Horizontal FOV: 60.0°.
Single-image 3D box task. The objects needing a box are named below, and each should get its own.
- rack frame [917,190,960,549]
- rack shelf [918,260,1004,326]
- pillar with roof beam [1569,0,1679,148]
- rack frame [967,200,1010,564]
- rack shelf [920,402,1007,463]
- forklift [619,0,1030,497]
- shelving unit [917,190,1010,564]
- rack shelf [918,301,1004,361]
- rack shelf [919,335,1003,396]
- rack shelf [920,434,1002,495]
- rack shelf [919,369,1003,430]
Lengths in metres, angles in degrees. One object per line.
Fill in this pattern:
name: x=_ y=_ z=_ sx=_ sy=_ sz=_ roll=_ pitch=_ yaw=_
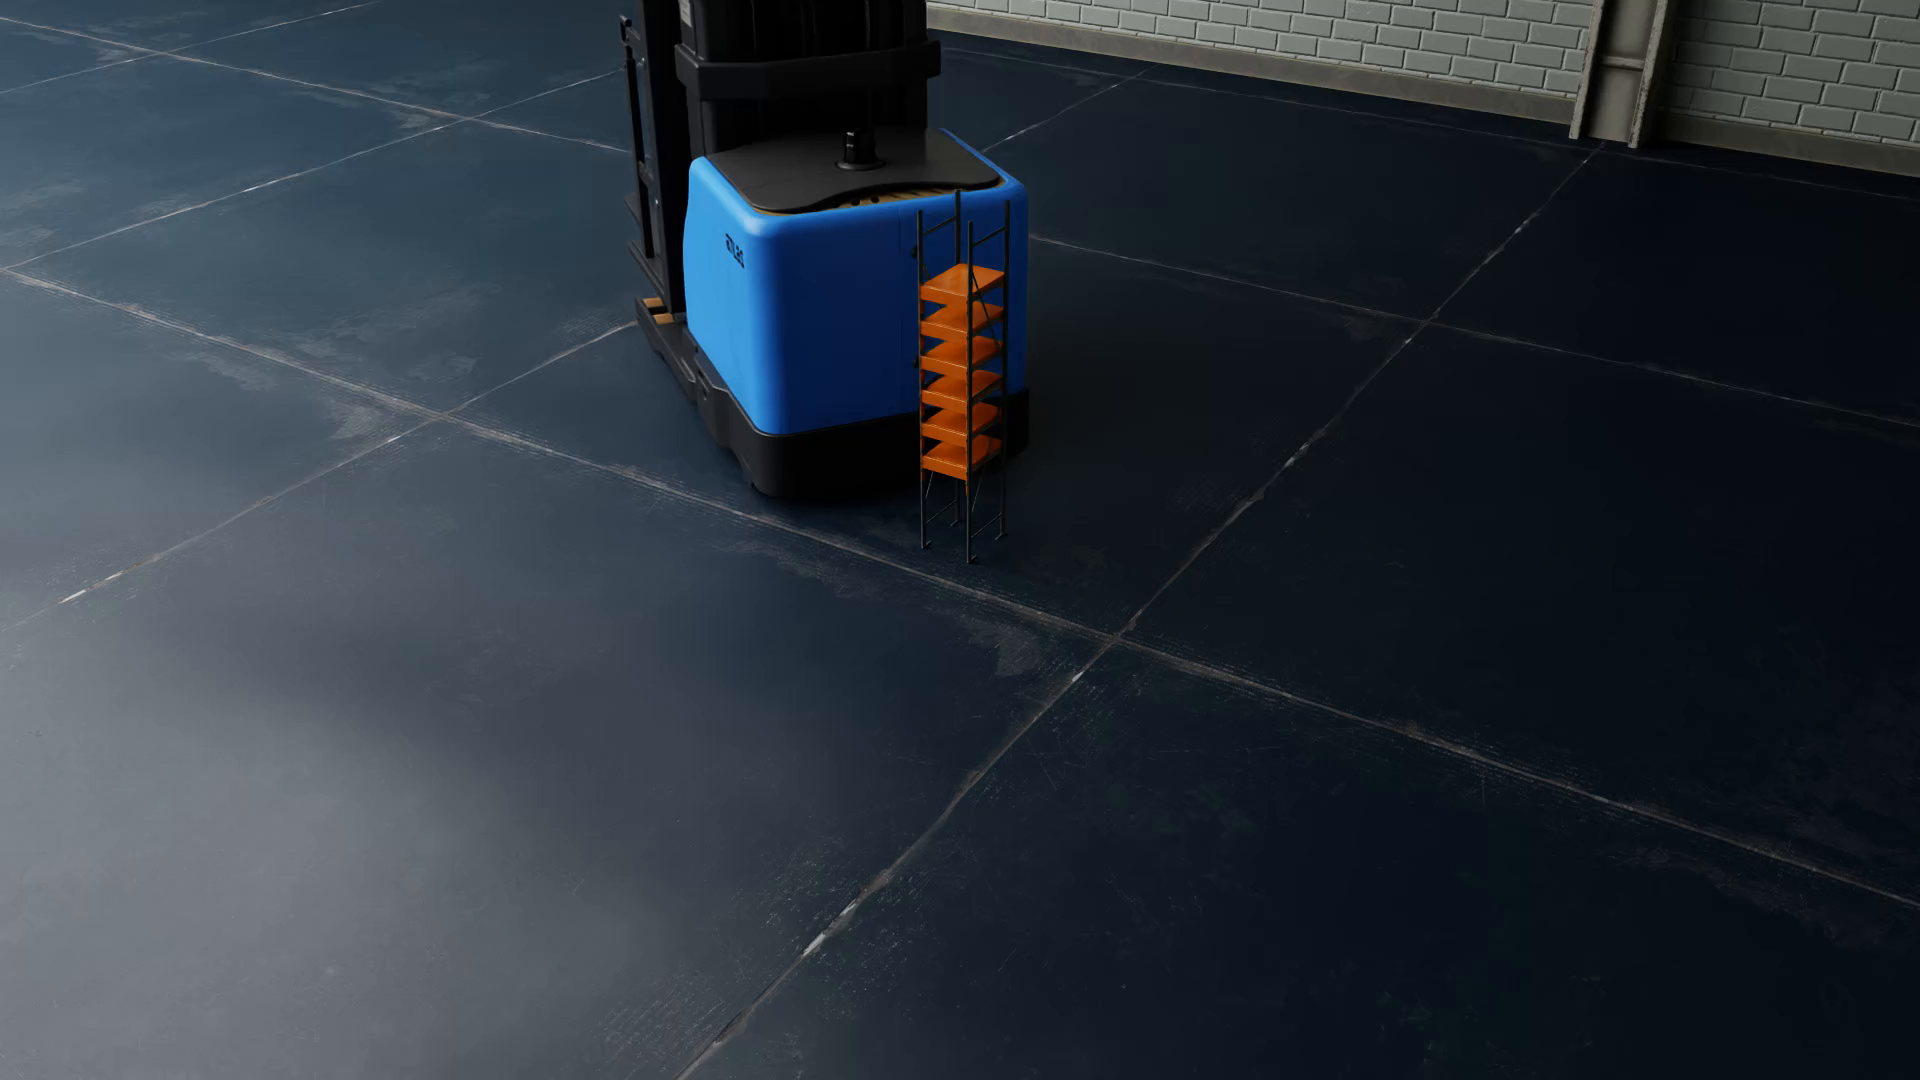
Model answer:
rack frame: x=-0.065 y=-0.539 z=5.483 sx=0.006 sy=1.200 sz=0.240 roll=18 pitch=35 yaw=27
rack shelf: x=0.012 y=-0.787 z=5.282 sx=0.180 sy=0.103 sz=0.258 roll=18 pitch=35 yaw=27
pillar with roof beam: x=1.555 y=-4.437 z=4.426 sx=0.400 sy=9.000 sz=9.100 roll=18 pitch=35 yaw=27
rack frame: x=0.090 y=-0.490 z=5.399 sx=0.006 sy=1.200 sz=0.240 roll=18 pitch=35 yaw=27
rack shelf: x=0.012 y=-0.372 z=5.524 sx=0.180 sy=0.103 sz=0.258 roll=18 pitch=35 yaw=27
forklift: x=-0.774 y=-2.144 z=6.516 sx=1.130 sy=2.935 sz=3.031 roll=-12 pitch=32 yaw=-19
shelving unit: x=0.012 y=-0.514 z=5.441 sx=0.189 sy=1.200 sz=0.258 roll=18 pitch=35 yaw=27
rack shelf: x=0.012 y=-0.683 z=5.342 sx=0.180 sy=0.103 sz=0.258 roll=18 pitch=35 yaw=27
rack shelf: x=0.012 y=-0.580 z=5.403 sx=0.180 sy=0.103 sz=0.258 roll=18 pitch=35 yaw=27
rack shelf: x=0.012 y=-0.269 z=5.584 sx=0.180 sy=0.103 sz=0.258 roll=18 pitch=35 yaw=27
rack shelf: x=0.012 y=-0.476 z=5.463 sx=0.180 sy=0.103 sz=0.258 roll=18 pitch=35 yaw=27
